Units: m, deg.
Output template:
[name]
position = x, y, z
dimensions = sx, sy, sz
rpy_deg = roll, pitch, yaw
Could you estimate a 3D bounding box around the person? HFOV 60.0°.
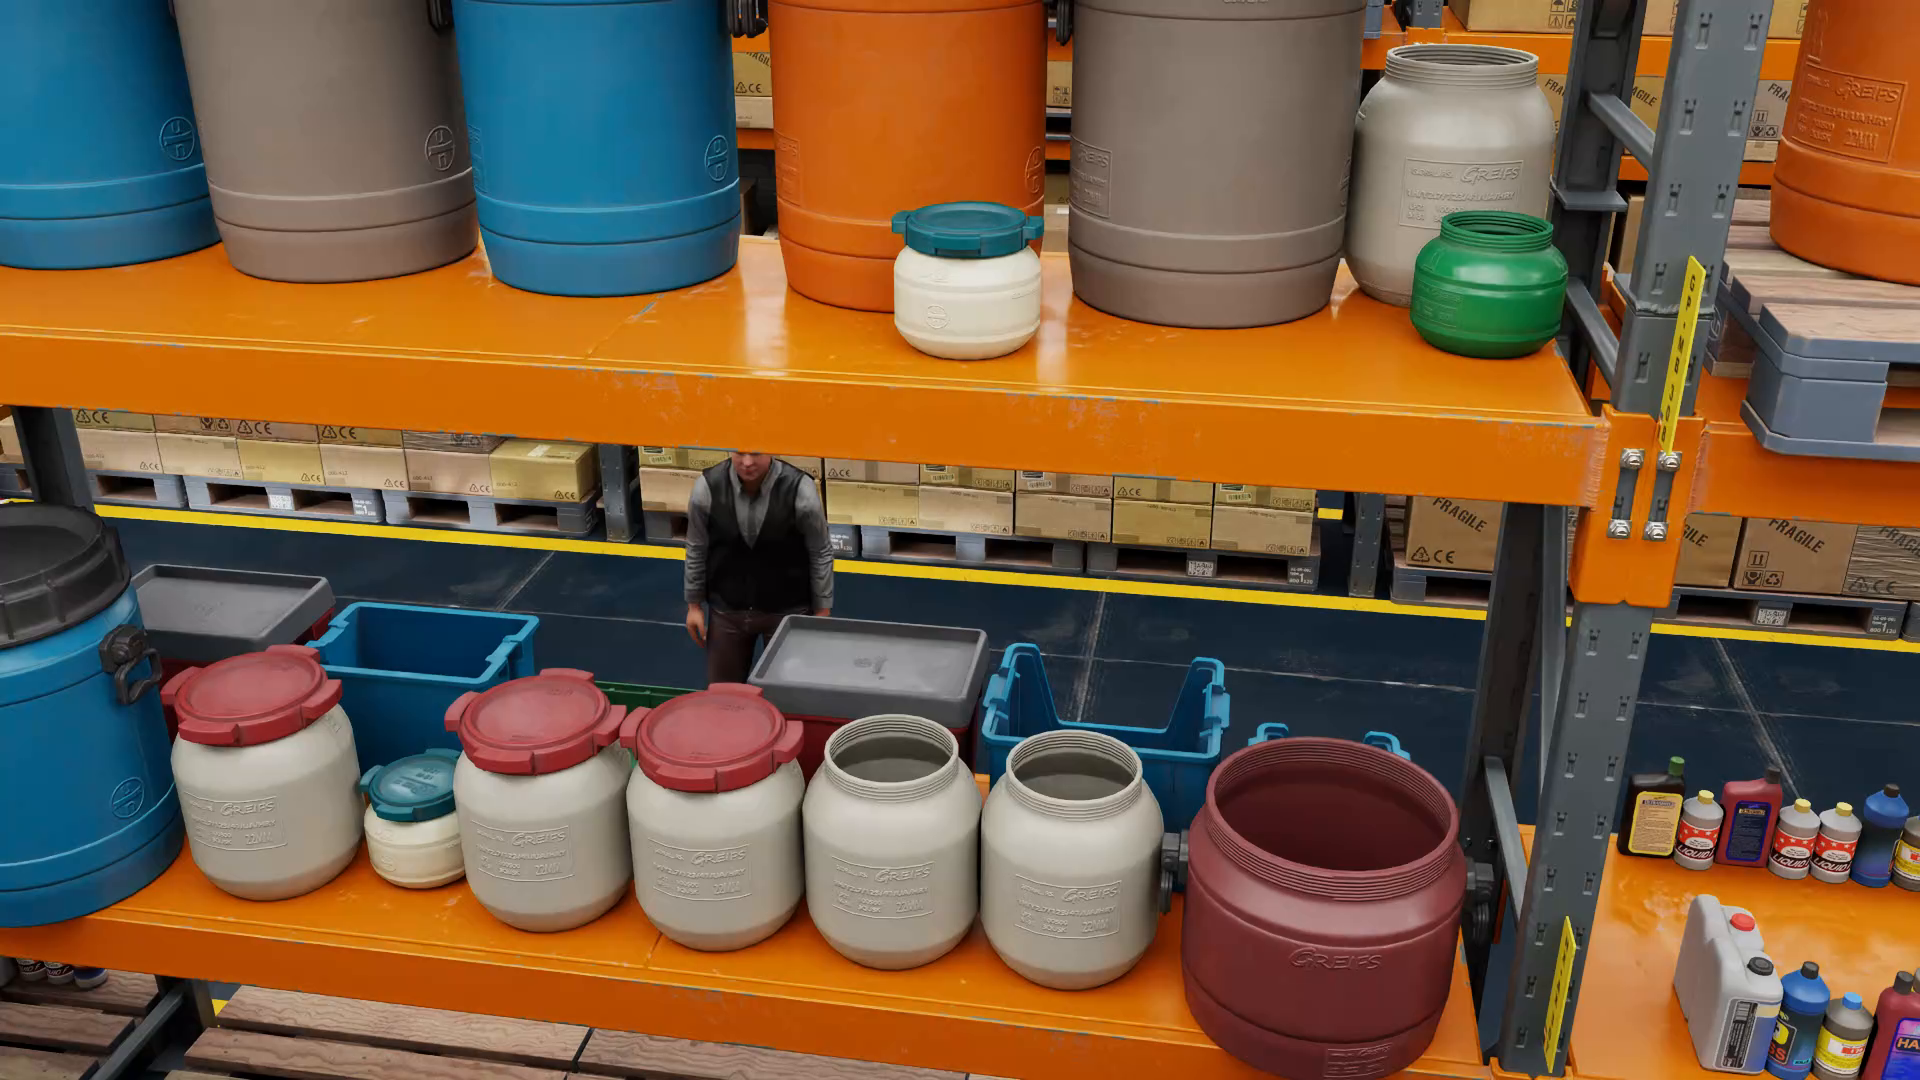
[person]
position = -0.782, 0.286, 6.515
dimensions = 0.593, 1.720, 0.426
rpy_deg = 2, 25, 5
